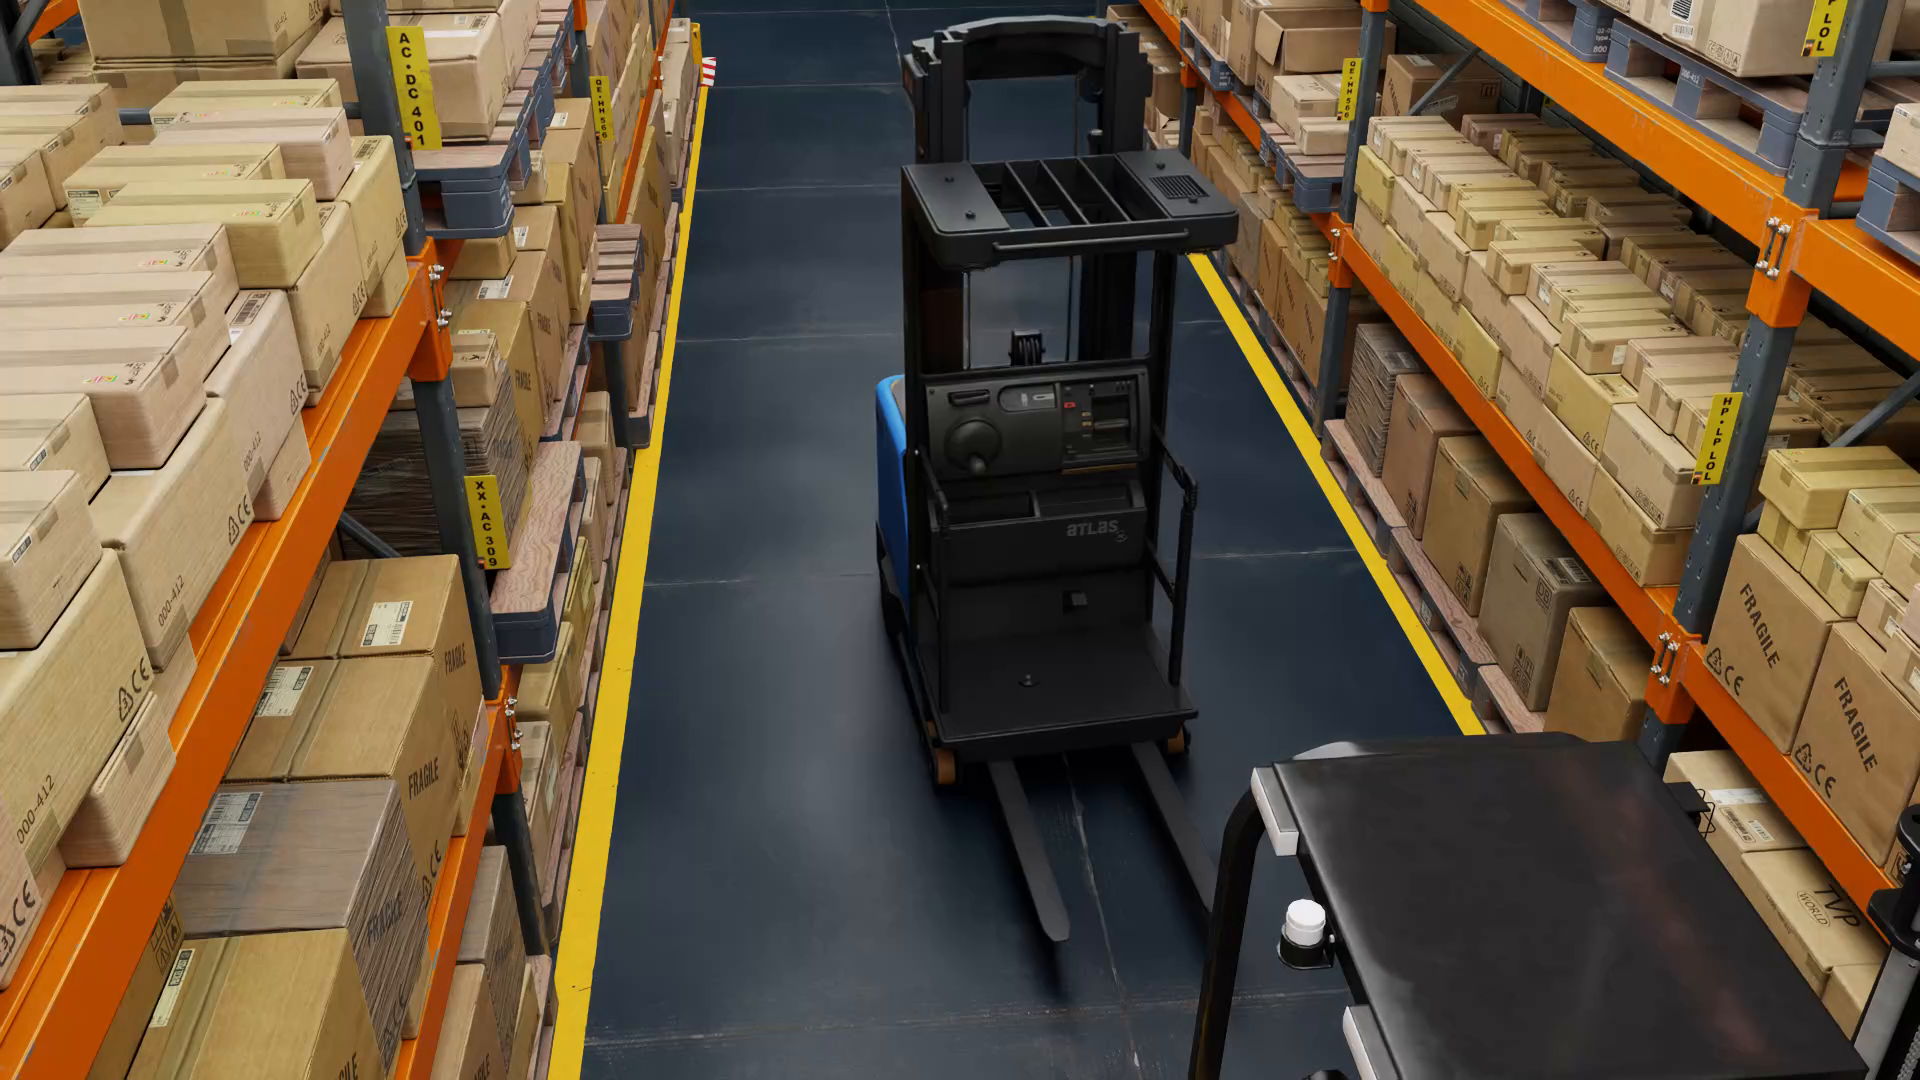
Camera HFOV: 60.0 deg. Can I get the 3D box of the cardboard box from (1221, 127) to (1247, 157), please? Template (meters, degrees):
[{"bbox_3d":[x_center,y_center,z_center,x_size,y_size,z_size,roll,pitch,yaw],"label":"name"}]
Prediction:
[{"bbox_3d":[2.119,-2.895,12.068,0.380,0.149,0.250,-4,31,-7],"label":"cardboard box"}]

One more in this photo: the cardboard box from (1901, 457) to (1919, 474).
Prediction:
[{"bbox_3d":[3.167,-0.311,6.004,0.500,0.250,0.500,-3,31,-5],"label":"cardboard box"}]

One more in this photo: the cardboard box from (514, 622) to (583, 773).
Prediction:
[{"bbox_3d":[-2.104,0.664,6.867,0.950,0.372,0.625,-1,31,-1],"label":"cardboard box"}]

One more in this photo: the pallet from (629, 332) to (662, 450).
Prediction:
[{"bbox_3d":[-2.354,-0.901,10.052,1.003,0.211,1.213,-3,31,-5],"label":"pallet"}]

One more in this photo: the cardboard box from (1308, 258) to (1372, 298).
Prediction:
[{"bbox_3d":[2.287,-1.557,9.828,0.380,0.149,0.250,-4,31,-7],"label":"cardboard box"}]

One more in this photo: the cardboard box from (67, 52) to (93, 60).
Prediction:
[{"bbox_3d":[-7.603,-4.184,14.620,0.380,0.149,0.250,-3,31,-6],"label":"cardboard box"}]

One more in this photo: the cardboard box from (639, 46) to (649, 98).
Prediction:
[{"bbox_3d":[-2.390,-3.193,11.316,0.500,0.250,0.500,-3,31,-5],"label":"cardboard box"}]

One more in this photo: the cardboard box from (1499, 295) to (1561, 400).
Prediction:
[{"bbox_3d":[2.562,-0.802,6.826,0.500,0.250,0.500,-2,31,-4],"label":"cardboard box"}]

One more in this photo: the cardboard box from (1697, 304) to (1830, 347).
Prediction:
[{"bbox_3d":[3.100,-0.797,6.429,0.380,0.149,0.250,-3,31,-5],"label":"cardboard box"}]

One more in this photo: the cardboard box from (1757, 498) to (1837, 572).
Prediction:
[{"bbox_3d":[2.727,-0.036,5.154,0.380,0.149,0.250,-3,31,-5],"label":"cardboard box"}]

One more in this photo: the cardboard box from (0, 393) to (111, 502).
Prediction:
[{"bbox_3d":[-1.549,-0.099,2.534,0.380,0.149,0.250,-2,31,-4],"label":"cardboard box"}]

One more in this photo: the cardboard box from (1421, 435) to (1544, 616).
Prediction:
[{"bbox_3d":[2.762,-0.096,7.892,0.875,0.625,0.625,-4,31,-7],"label":"cardboard box"}]

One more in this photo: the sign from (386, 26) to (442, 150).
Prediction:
[{"bbox_3d":[-1.443,-1.189,4.387,0.100,0.325,0.005,-3,31,-5],"label":"sign"}]

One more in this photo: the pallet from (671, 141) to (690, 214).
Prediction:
[{"bbox_3d":[-2.723,-2.929,13.448,1.003,0.211,1.213,-3,31,-5],"label":"pallet"}]

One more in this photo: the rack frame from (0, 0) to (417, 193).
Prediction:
[{"bbox_3d":[-1.982,-2.225,3.700,1.000,3.000,0.127,-3,31,-5],"label":"rack frame"}]

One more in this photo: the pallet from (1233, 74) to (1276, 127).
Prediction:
[{"bbox_3d":[2.400,-2.842,10.770,1.003,0.211,1.213,-3,31,-5],"label":"pallet"}]

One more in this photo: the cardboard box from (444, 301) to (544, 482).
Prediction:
[{"bbox_3d":[-1.788,-0.509,5.881,0.500,0.500,0.500,-3,31,-4],"label":"cardboard box"}]

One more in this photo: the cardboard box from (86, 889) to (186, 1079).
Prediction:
[{"bbox_3d":[-1.972,0.767,3.179,0.700,0.500,0.500,-3,31,-5],"label":"cardboard box"}]

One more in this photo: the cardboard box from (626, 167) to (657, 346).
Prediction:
[{"bbox_3d":[-2.417,-1.772,10.454,0.875,0.875,0.875,-2,31,-4],"label":"cardboard box"}]

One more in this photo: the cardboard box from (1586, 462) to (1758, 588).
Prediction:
[{"bbox_3d":[2.652,-0.070,6.088,0.500,0.250,0.500,-2,31,-3],"label":"cardboard box"}]

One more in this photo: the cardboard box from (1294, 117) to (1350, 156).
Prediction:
[{"bbox_3d":[2.142,-2.321,9.546,0.380,0.149,0.250,-2,31,-4],"label":"cardboard box"}]

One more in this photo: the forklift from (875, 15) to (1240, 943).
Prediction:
[{"bbox_3d":[0.367,-0.430,6.612,1.130,2.935,3.031,-6,31,-10],"label":"forklift"}]

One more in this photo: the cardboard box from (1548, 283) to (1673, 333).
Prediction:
[{"bbox_3d":[2.575,-0.898,6.598,0.380,0.149,0.250,-3,31,-6],"label":"cardboard box"}]

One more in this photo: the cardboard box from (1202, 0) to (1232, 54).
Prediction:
[{"bbox_3d":[2.083,-3.675,11.470,0.700,0.500,0.500,-2,31,-4],"label":"cardboard box"}]

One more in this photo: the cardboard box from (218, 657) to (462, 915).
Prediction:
[{"bbox_3d":[-1.638,0.657,4.337,0.500,0.500,0.500,-2,31,-3],"label":"cardboard box"}]

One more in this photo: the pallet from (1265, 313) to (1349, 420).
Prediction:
[{"bbox_3d":[2.554,-1.117,10.415,1.003,0.211,1.213,-3,31,-5],"label":"pallet"}]

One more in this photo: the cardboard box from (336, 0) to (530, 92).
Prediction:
[{"bbox_3d":[-1.686,-1.630,5.365,0.500,0.250,0.500,-3,31,-5],"label":"cardboard box"}]

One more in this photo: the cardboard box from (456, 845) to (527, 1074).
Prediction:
[{"bbox_3d":[-1.660,1.318,5.159,0.500,0.500,0.500,-3,31,-5],"label":"cardboard box"}]

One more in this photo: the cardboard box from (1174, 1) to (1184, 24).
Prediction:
[{"bbox_3d":[1.885,-4.149,13.015,0.380,0.149,0.250,-2,31,-3],"label":"cardboard box"}]

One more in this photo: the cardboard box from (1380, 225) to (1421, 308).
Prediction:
[{"bbox_3d":[2.426,-1.372,8.268,0.500,0.250,0.500,-3,31,-6],"label":"cardboard box"}]

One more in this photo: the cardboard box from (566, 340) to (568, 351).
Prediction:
[{"bbox_3d":[-1.867,-0.821,7.035,0.380,0.149,0.250,-4,31,-6],"label":"cardboard box"}]

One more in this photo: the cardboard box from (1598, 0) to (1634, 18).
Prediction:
[{"bbox_3d":[2.578,-2.112,6.015,0.500,0.311,0.500,-4,31,-6],"label":"cardboard box"}]

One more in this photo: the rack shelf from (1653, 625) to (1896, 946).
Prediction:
[{"bbox_3d":[3.146,1.441,4.115,1.077,0.370,4.000,-3,31,-5],"label":"rack shelf"}]

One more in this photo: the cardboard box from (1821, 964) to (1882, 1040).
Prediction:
[{"bbox_3d":[2.788,1.458,4.680,0.500,0.250,0.500,-2,31,-3],"label":"cardboard box"}]

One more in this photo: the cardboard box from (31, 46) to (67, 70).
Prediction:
[{"bbox_3d":[-8.166,-4.281,14.782,0.380,0.149,0.250,-2,31,-4],"label":"cardboard box"}]

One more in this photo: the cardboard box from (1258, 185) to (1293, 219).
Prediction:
[{"bbox_3d":[2.192,-2.236,10.963,0.380,0.149,0.250,-4,31,-7],"label":"cardboard box"}]

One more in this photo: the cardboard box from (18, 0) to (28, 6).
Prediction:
[{"bbox_3d":[-7.508,-4.392,12.790,0.500,0.500,0.500,-3,31,-6],"label":"cardboard box"}]

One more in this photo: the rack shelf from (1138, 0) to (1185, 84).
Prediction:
[{"bbox_3d":[2.025,-4.686,14.372,1.077,0.370,4.000,-3,31,-5],"label":"rack shelf"}]

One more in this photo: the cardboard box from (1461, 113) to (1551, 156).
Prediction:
[{"bbox_3d":[2.818,-2.097,8.605,0.380,0.149,0.250,-2,31,-3],"label":"cardboard box"}]

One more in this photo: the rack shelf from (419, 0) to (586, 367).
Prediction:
[{"bbox_3d":[-2.169,-1.650,6.363,1.077,0.370,4.000,-3,31,-5],"label":"rack shelf"}]

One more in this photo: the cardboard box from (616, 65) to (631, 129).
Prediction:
[{"bbox_3d":[-2.239,-2.632,9.889,0.500,0.250,0.500,-3,31,-5],"label":"cardboard box"}]

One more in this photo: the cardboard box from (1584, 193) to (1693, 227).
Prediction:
[{"bbox_3d":[3.063,-1.451,7.524,0.380,0.149,0.250,-3,31,-5],"label":"cardboard box"}]

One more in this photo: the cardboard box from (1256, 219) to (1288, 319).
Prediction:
[{"bbox_3d":[2.244,-1.767,10.812,0.500,0.500,0.500,-1,31,-2],"label":"cardboard box"}]

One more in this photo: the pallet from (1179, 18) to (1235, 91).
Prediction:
[{"bbox_3d":[2.178,-3.478,11.835,1.003,0.211,1.213,-3,31,-5],"label":"pallet"}]

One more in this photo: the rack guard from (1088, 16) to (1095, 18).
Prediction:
[{"bbox_3d":[1.845,-4.904,16.473,1.175,0.500,0.348,-3,31,-5],"label":"rack guard"}]

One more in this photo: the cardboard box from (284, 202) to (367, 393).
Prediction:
[{"bbox_3d":[-1.625,-0.530,3.644,0.500,0.250,0.500,-3,31,-5],"label":"cardboard box"}]

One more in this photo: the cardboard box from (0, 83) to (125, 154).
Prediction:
[{"bbox_3d":[-2.278,-0.996,4.034,0.380,0.149,0.250,-3,31,-5],"label":"cardboard box"}]

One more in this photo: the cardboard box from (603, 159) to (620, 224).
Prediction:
[{"bbox_3d":[-2.151,-1.889,9.134,0.500,0.250,0.500,-3,31,-5],"label":"cardboard box"}]

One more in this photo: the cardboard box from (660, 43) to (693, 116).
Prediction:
[{"bbox_3d":[-2.848,-4.058,14.707,0.875,0.438,0.875,-2,31,-3],"label":"cardboard box"}]

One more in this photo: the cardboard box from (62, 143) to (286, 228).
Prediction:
[{"bbox_3d":[-1.699,-0.754,3.630,0.380,0.149,0.250,-2,31,-3],"label":"cardboard box"}]

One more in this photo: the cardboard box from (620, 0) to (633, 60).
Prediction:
[{"bbox_3d":[-2.291,-3.203,10.115,0.500,0.500,0.500,-2,31,-4],"label":"cardboard box"}]

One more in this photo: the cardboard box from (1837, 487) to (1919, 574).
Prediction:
[{"bbox_3d":[2.826,-0.033,4.860,0.380,0.149,0.250,-2,31,-4],"label":"cardboard box"}]

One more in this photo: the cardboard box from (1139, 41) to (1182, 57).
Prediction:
[{"bbox_3d":[1.792,-4.093,14.706,0.500,0.500,0.500,-2,31,-4],"label":"cardboard box"}]

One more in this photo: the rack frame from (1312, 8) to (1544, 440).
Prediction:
[{"bbox_3d":[2.586,-1.932,9.059,1.000,3.000,0.127,-3,31,-5],"label":"rack frame"}]

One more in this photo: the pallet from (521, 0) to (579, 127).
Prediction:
[{"bbox_3d":[-2.034,-1.707,5.940,1.213,0.211,1.003,-3,31,-5],"label":"pallet"}]

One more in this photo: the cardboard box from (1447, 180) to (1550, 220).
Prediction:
[{"bbox_3d":[2.488,-1.550,7.690,0.380,0.149,0.250,-2,31,-4],"label":"cardboard box"}]

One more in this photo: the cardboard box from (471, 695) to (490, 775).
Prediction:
[{"bbox_3d":[-1.649,0.608,5.053,0.380,0.149,0.250,-3,31,-5],"label":"cardboard box"}]

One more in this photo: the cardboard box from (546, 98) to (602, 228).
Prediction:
[{"bbox_3d":[-2.037,-1.824,8.082,0.500,0.500,0.500,-4,31,-6],"label":"cardboard box"}]

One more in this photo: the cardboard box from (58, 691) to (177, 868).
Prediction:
[{"bbox_3d":[-1.441,0.368,2.528,0.380,0.149,0.250,-2,31,-4],"label":"cardboard box"}]
